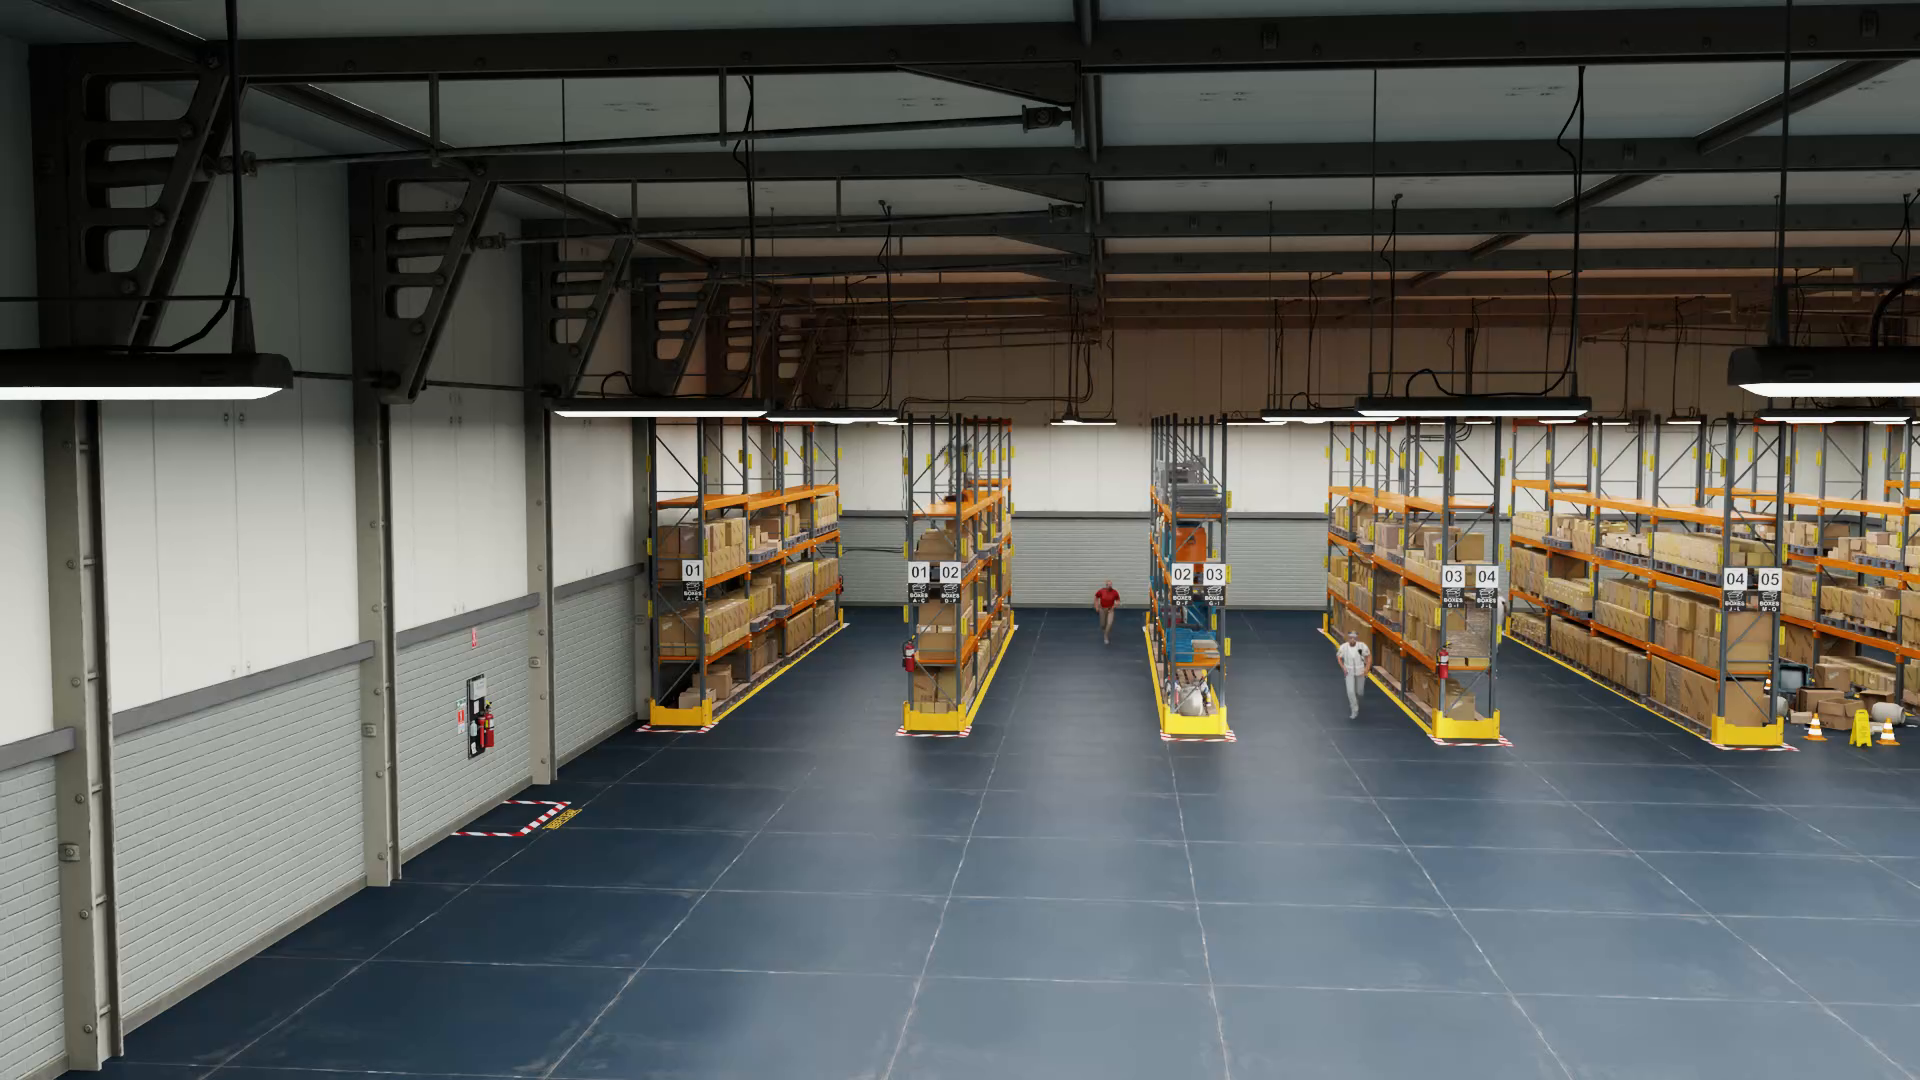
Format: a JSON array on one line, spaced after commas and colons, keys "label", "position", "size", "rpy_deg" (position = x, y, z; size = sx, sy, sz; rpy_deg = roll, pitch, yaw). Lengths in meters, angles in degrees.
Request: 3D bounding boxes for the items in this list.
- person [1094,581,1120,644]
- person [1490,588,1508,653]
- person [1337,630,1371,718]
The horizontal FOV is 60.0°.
[{"label": "person", "position": [3.937, 1.919, 44.456], "size": [0.696, 1.692, 0.720], "rpy_deg": [0, 4, 4]}, {"label": "person", "position": [13.768, 2.048, 42.749], "size": [0.630, 1.650, 0.754], "rpy_deg": [0, 4, 1]}, {"label": "person", "position": [7.861, 2.653, 33.200], "size": [0.676, 1.765, 0.852], "rpy_deg": [1, 4, 11]}]
